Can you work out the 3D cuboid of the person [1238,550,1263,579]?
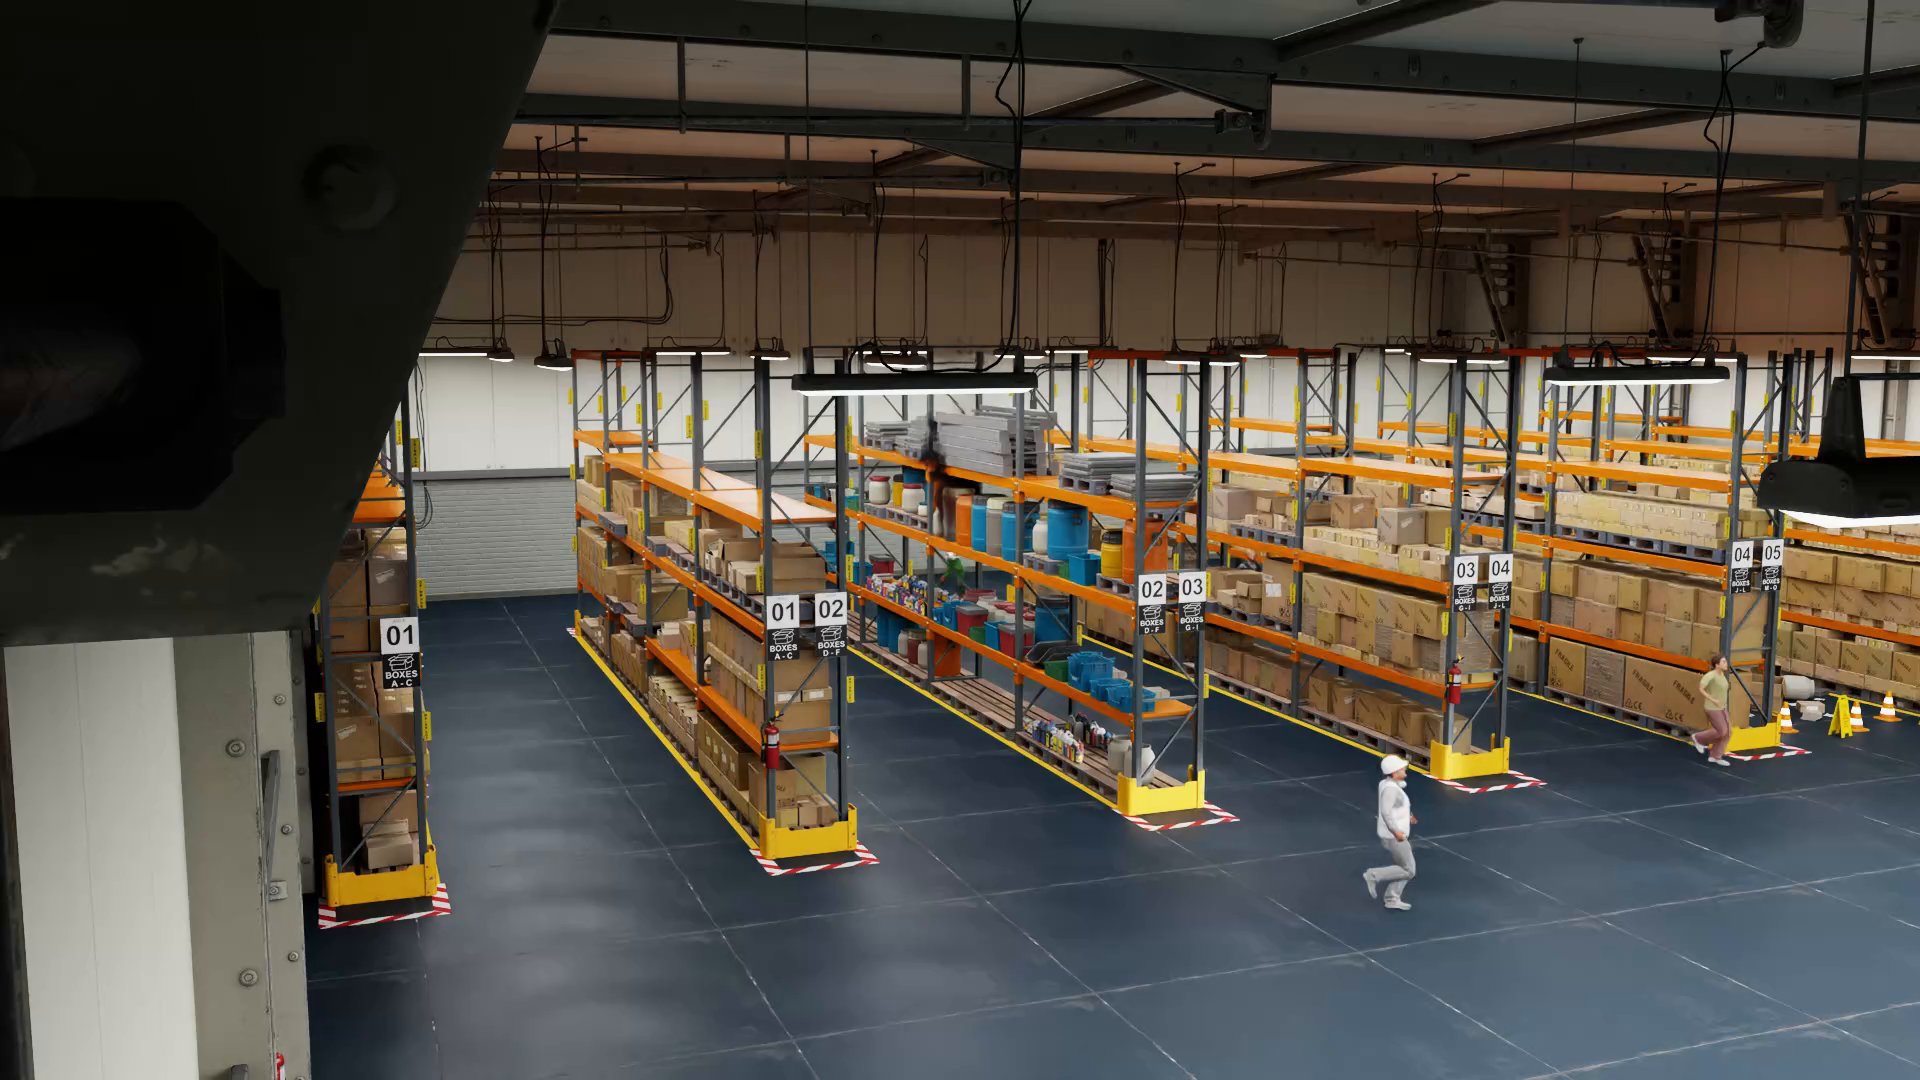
[{"bbox_3d":[6.278,1.060,35.786,0.677,1.696,0.905,-3,8,-20],"label":"person"}]

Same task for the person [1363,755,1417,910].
[{"bbox_3d":[4.736,3.220,18.290,0.581,1.736,0.696,1,7,11],"label":"person"}]

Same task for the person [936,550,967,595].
[{"bbox_3d":[-0.160,0.461,39.908,0.917,1.814,0.660,0,7,-2],"label":"person"}]

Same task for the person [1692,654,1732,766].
[{"bbox_3d":[11.127,2.487,24.557,0.615,1.640,0.570,-5,9,-36],"label":"person"}]
